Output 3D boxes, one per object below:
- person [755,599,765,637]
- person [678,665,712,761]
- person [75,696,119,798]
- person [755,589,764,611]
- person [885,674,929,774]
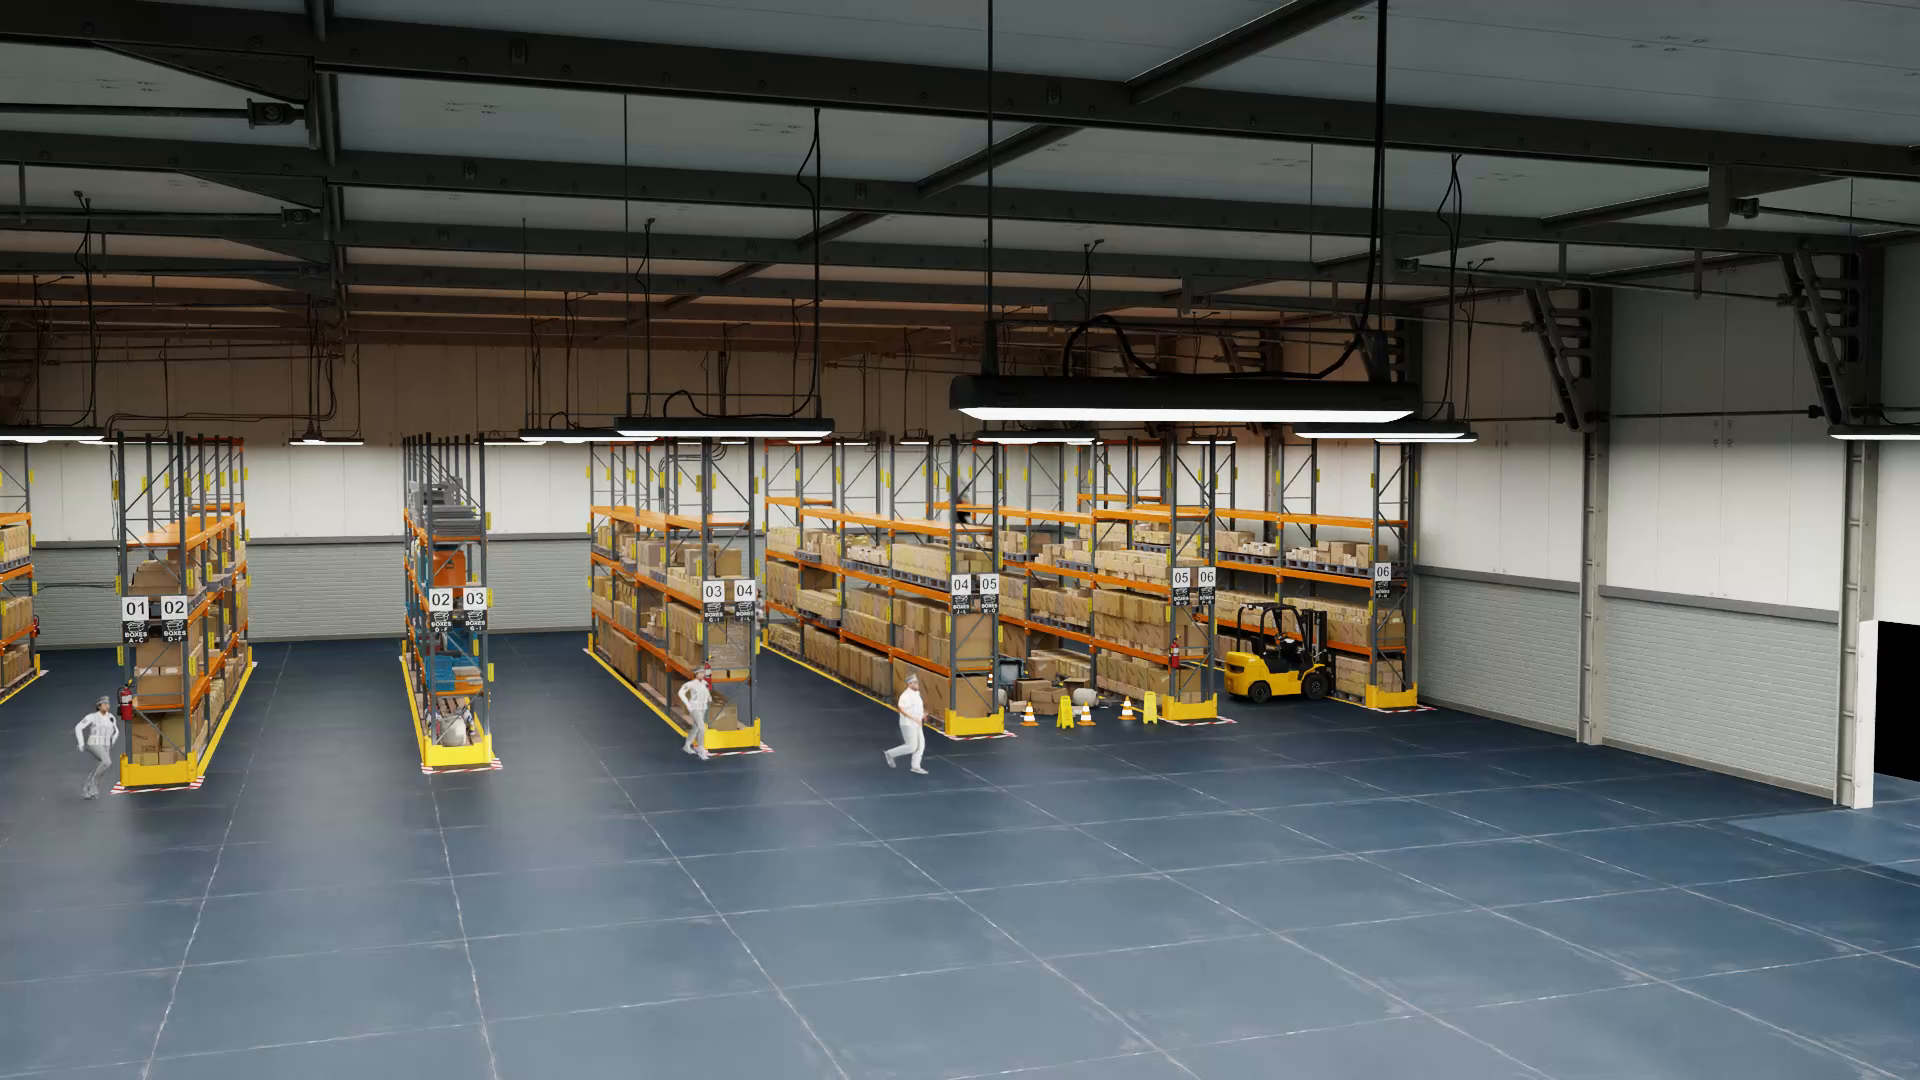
[{"bbox_3d":[-5.472,2.431,44.301,0.553,1.753,0.799,-1,3,-16],"label":"person"},{"bbox_3d":[-4.862,3.175,30.683,0.703,1.747,0.609,2,4,33],"label":"person"},{"bbox_3d":[-14.043,3.377,27.241,0.600,1.628,0.605,1,3,25],"label":"person"},{"bbox_3d":[-6.099,2.209,49.469,0.504,1.543,0.733,-2,4,-27],"label":"person"},{"bbox_3d":[-0.909,3.232,29.312,0.749,1.775,0.666,1,3,19],"label":"person"}]
